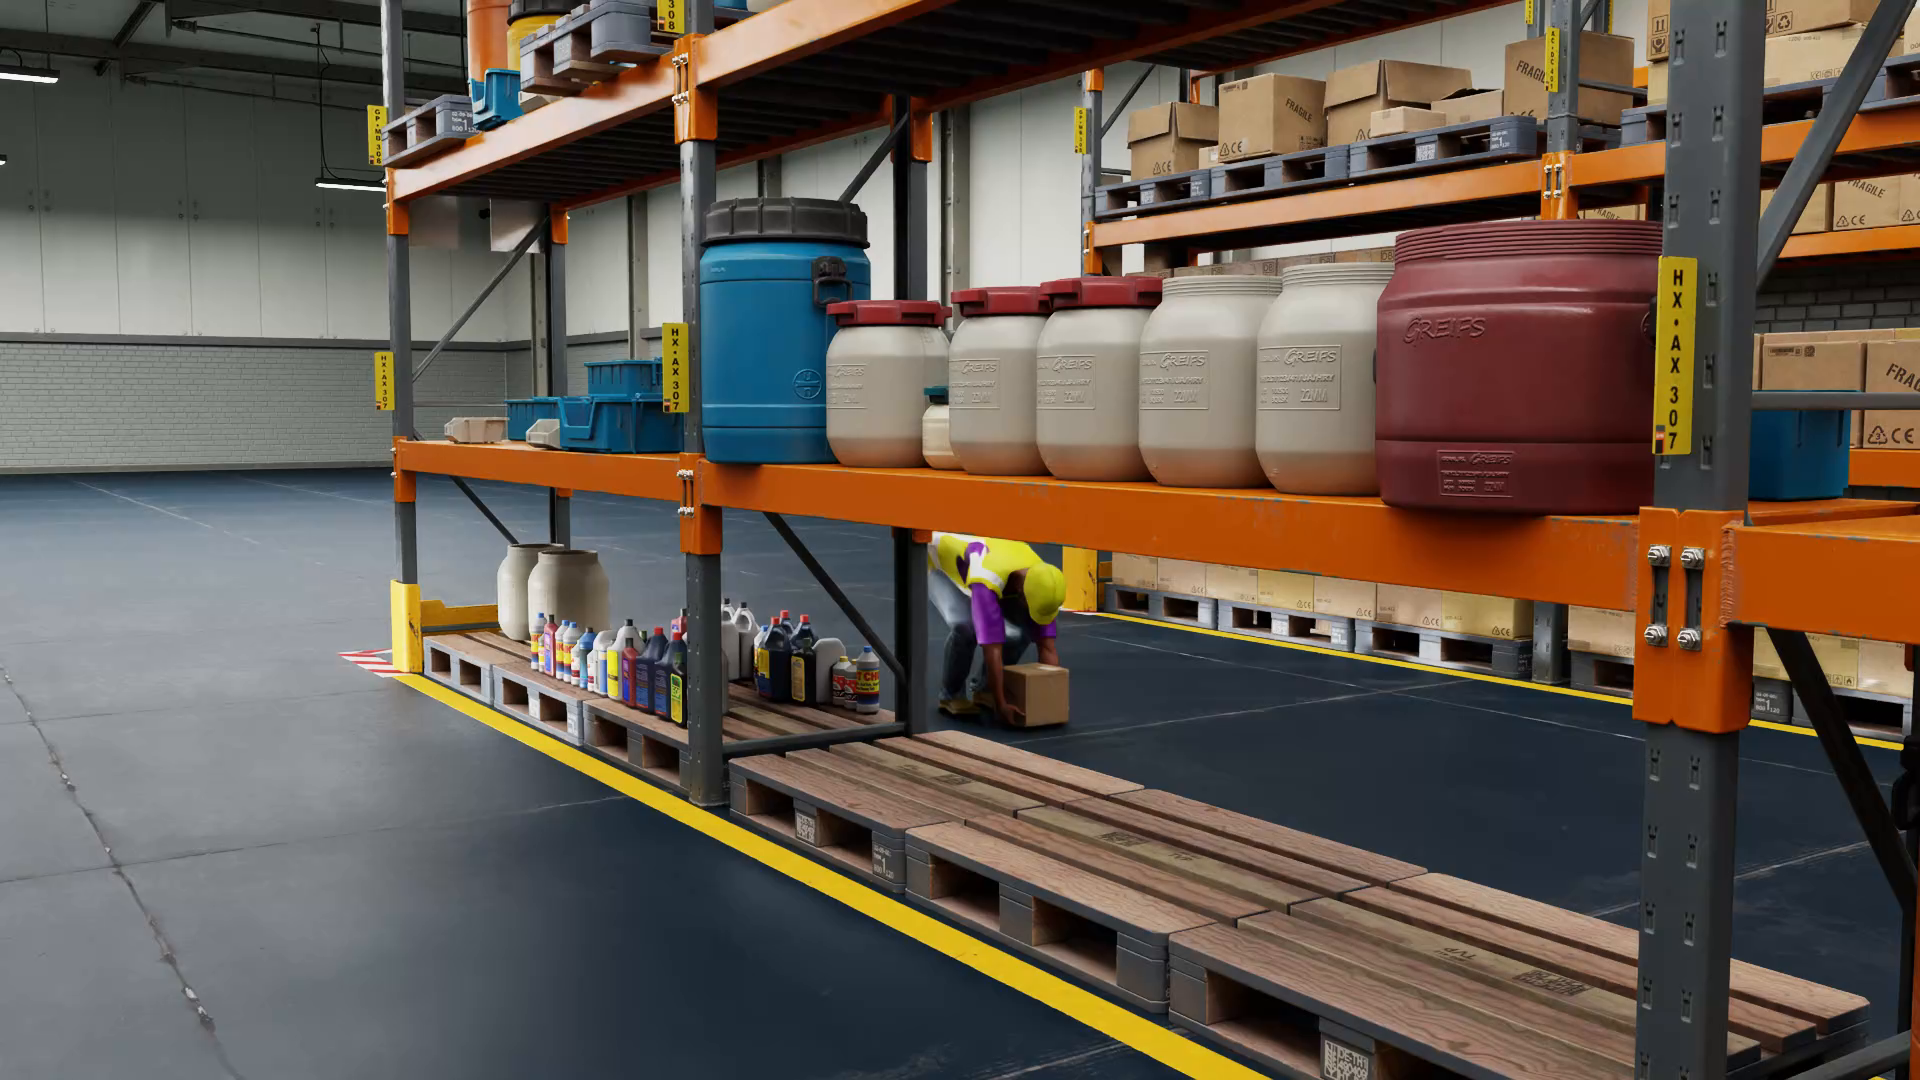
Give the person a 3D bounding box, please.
[{"bbox_3d":[0.173,0.392,8.043,0.501,0.924,0.975,-3,6,-36],"label":"person"}]
